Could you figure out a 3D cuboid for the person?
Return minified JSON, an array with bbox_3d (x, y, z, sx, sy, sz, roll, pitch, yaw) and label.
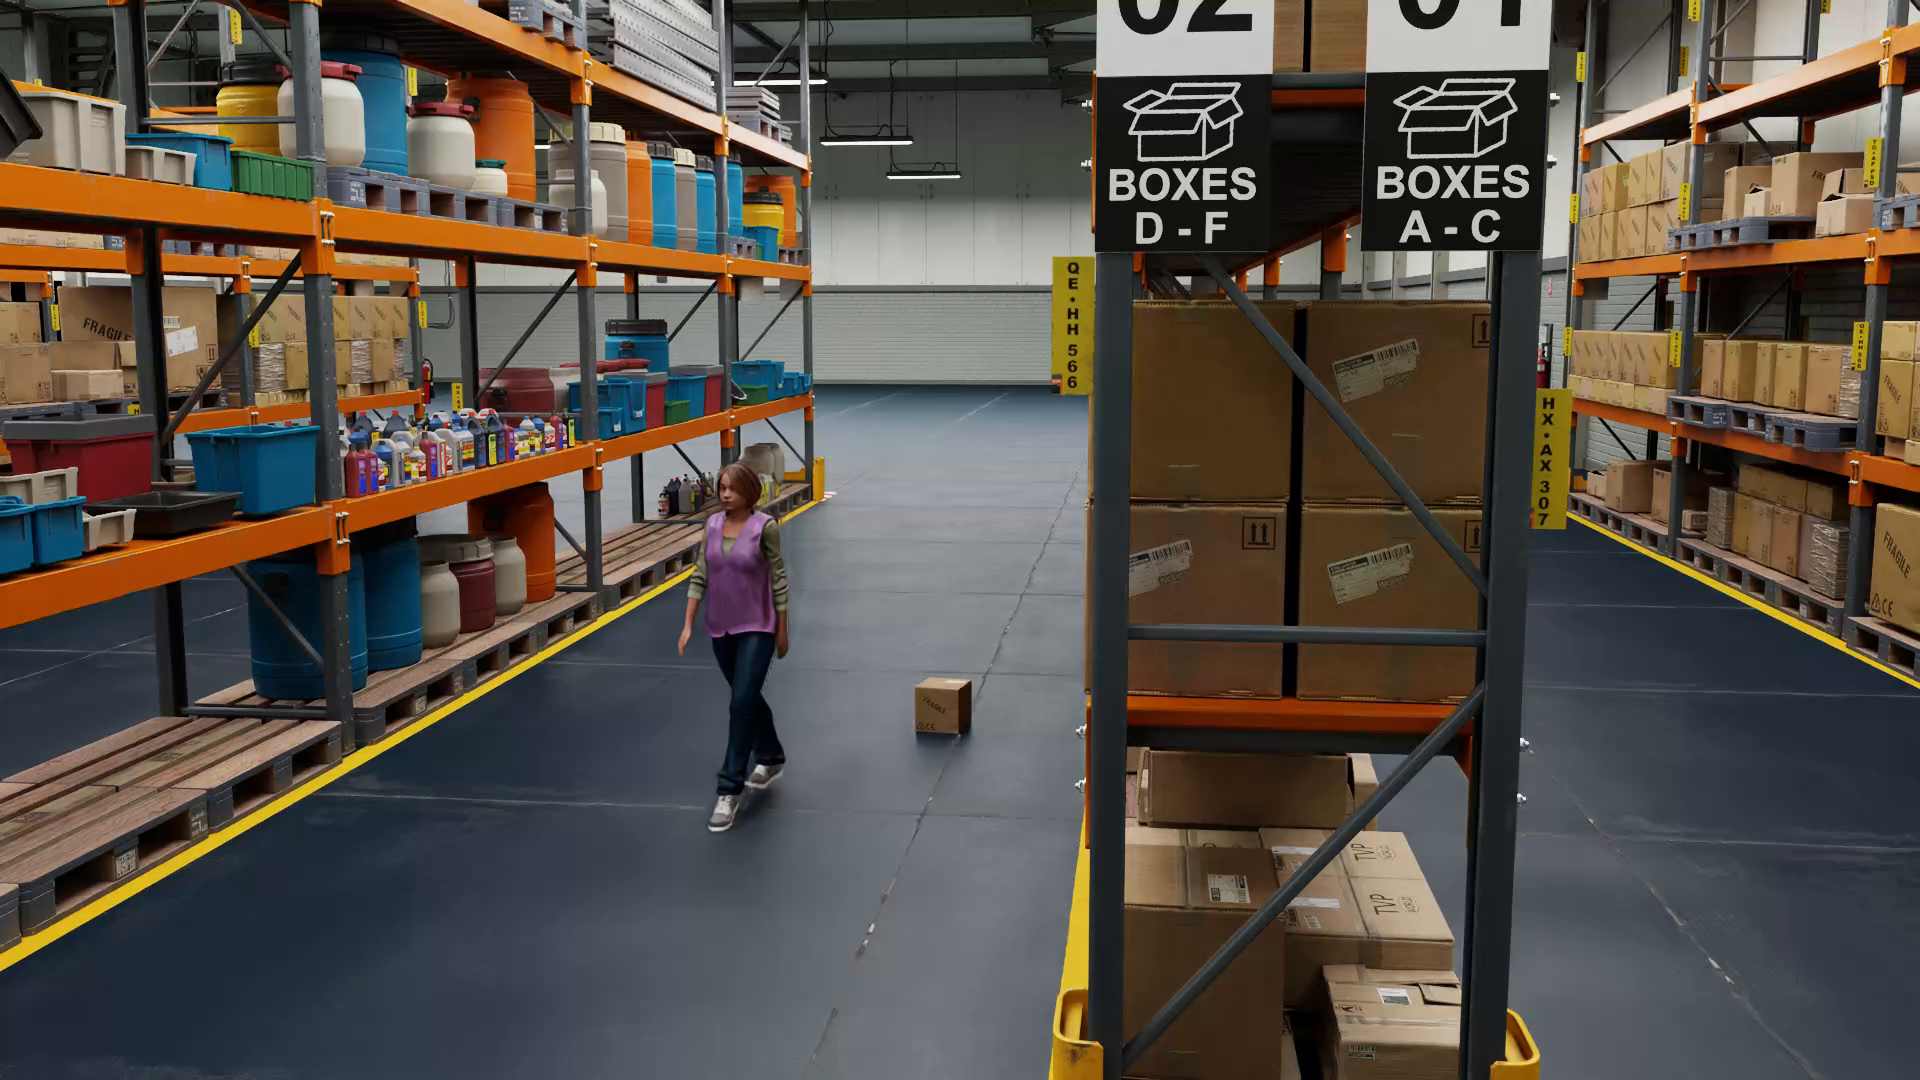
[{"bbox_3d":[-1.046,0.440,7.612,0.427,1.594,0.802,3,9,23],"label":"person"}]
